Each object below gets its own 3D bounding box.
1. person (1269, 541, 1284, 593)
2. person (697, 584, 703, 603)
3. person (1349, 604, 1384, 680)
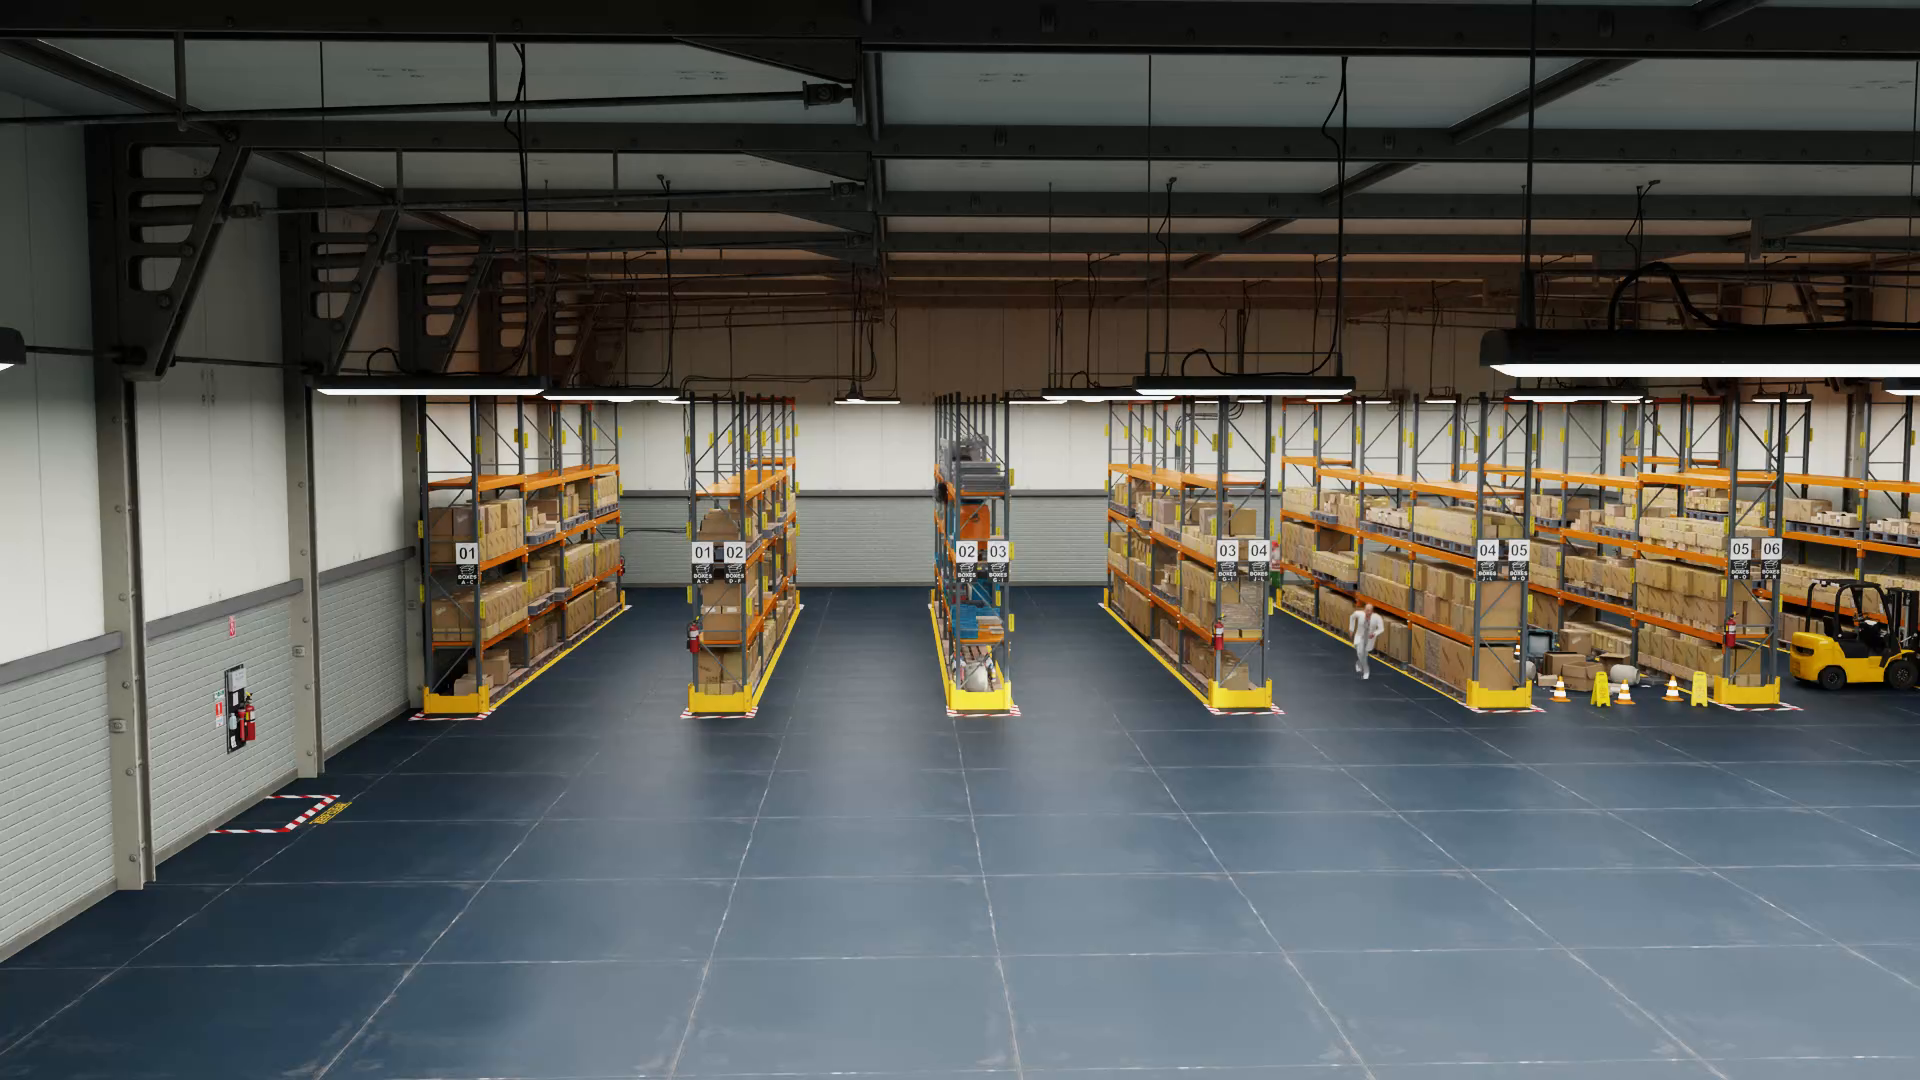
[{"bbox_3d":[9.196,0.924,48.941,0.824,1.817,0.678,0,5,0],"label":"person"},{"bbox_3d":[-6.584,1.450,43.596,0.667,1.563,0.894,-1,5,-17],"label":"person"},{"bbox_3d":[8.605,2.106,35.283,0.699,1.612,1.138,1,5,7],"label":"person"}]
